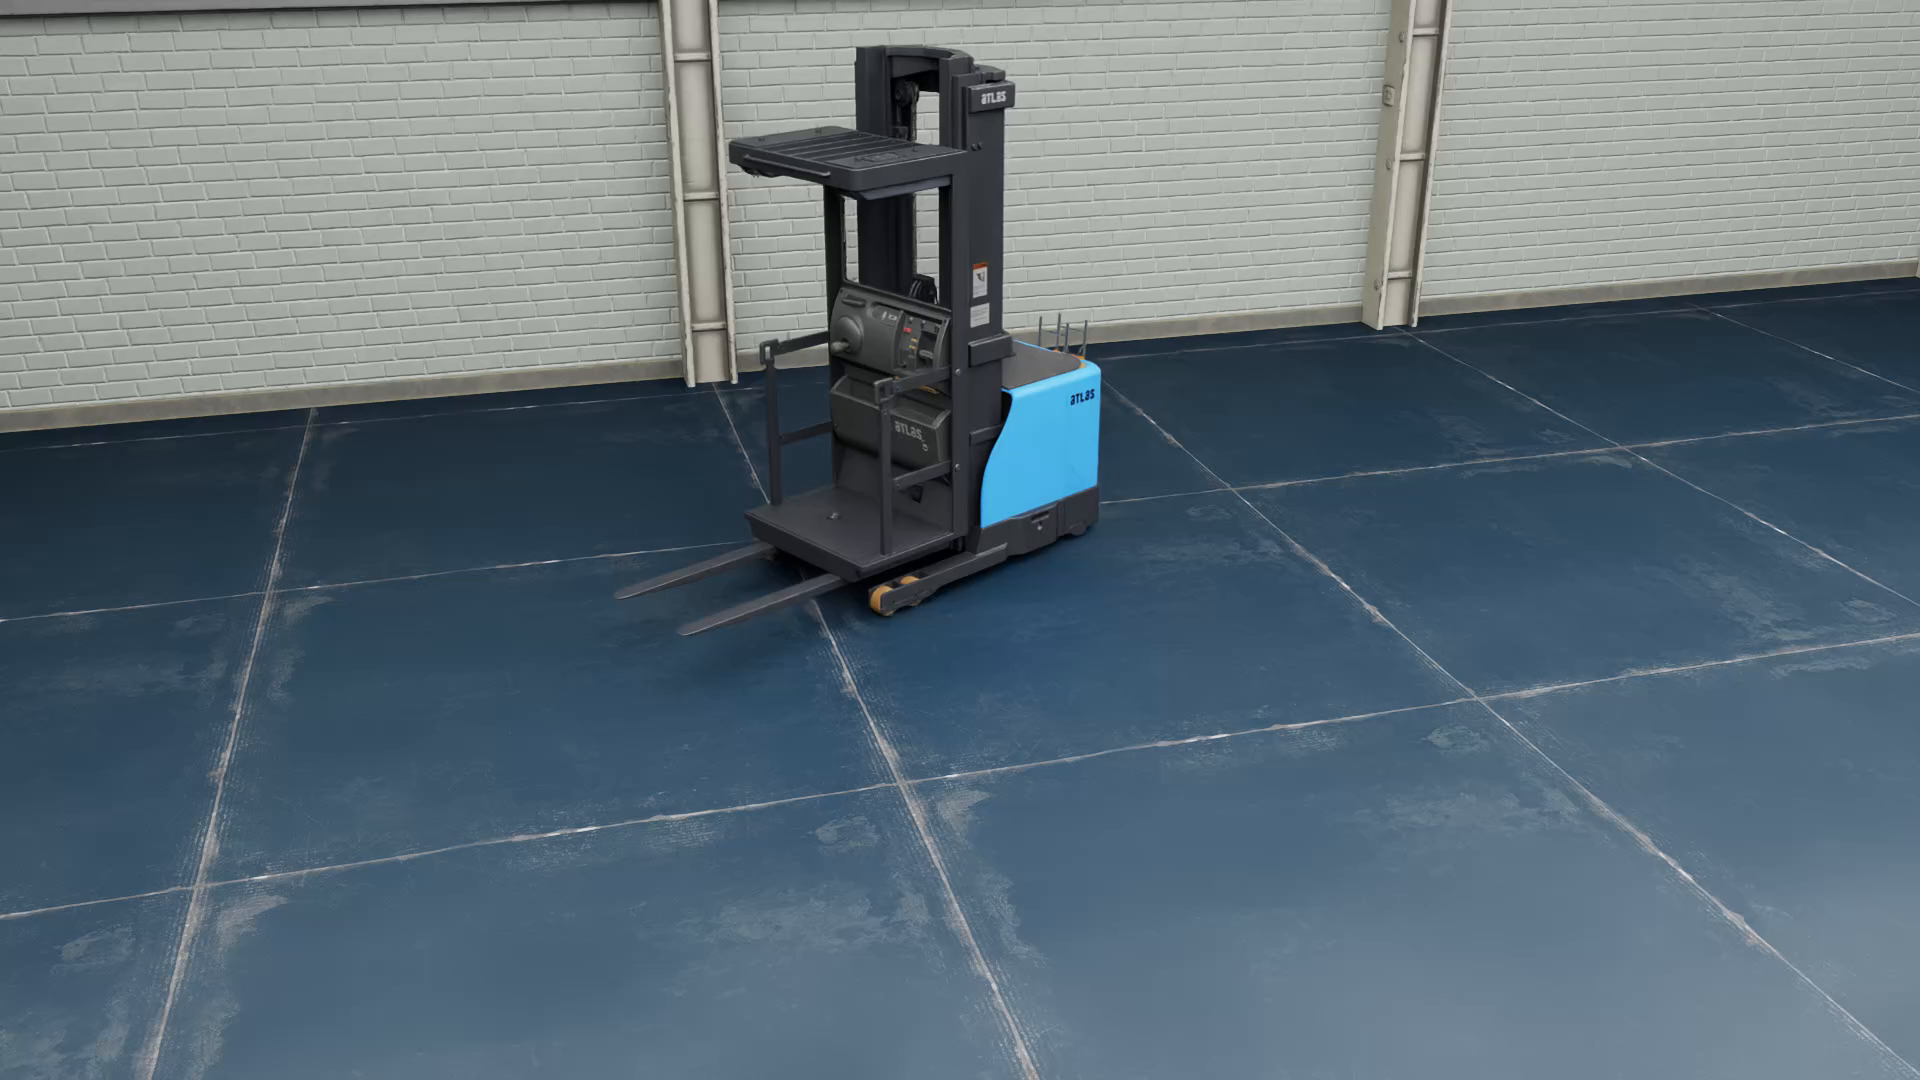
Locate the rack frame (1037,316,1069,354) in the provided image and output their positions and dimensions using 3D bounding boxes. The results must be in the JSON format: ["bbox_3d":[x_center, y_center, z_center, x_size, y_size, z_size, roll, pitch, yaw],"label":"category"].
[{"bbox_3d":[0.557,-0.811,10.587,0.240,1.200,0.006,20,26,39],"label":"rack frame"}]

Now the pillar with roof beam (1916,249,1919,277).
[{"bbox_3d":[10.733,-5.057,10.624,0.400,9.000,9.100,-6,24,-14],"label":"pillar with roof beam"}]

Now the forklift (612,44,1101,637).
[{"bbox_3d":[-0.552,-1.155,9.224,3.031,2.935,1.130,-20,31,-39],"label":"forklift"}]

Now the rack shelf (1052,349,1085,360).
[{"bbox_3d":[0.637,-1.127,10.543,0.258,0.103,0.180,20,26,39],"label":"rack shelf"}]

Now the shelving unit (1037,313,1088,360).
[{"bbox_3d":[0.620,-0.831,10.651,0.258,1.200,0.189,20,26,39],"label":"shelving unit"}]

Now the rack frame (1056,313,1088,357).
[{"bbox_3d":[0.683,-0.851,10.714,0.240,1.200,0.006,20,26,39],"label":"rack frame"}]
